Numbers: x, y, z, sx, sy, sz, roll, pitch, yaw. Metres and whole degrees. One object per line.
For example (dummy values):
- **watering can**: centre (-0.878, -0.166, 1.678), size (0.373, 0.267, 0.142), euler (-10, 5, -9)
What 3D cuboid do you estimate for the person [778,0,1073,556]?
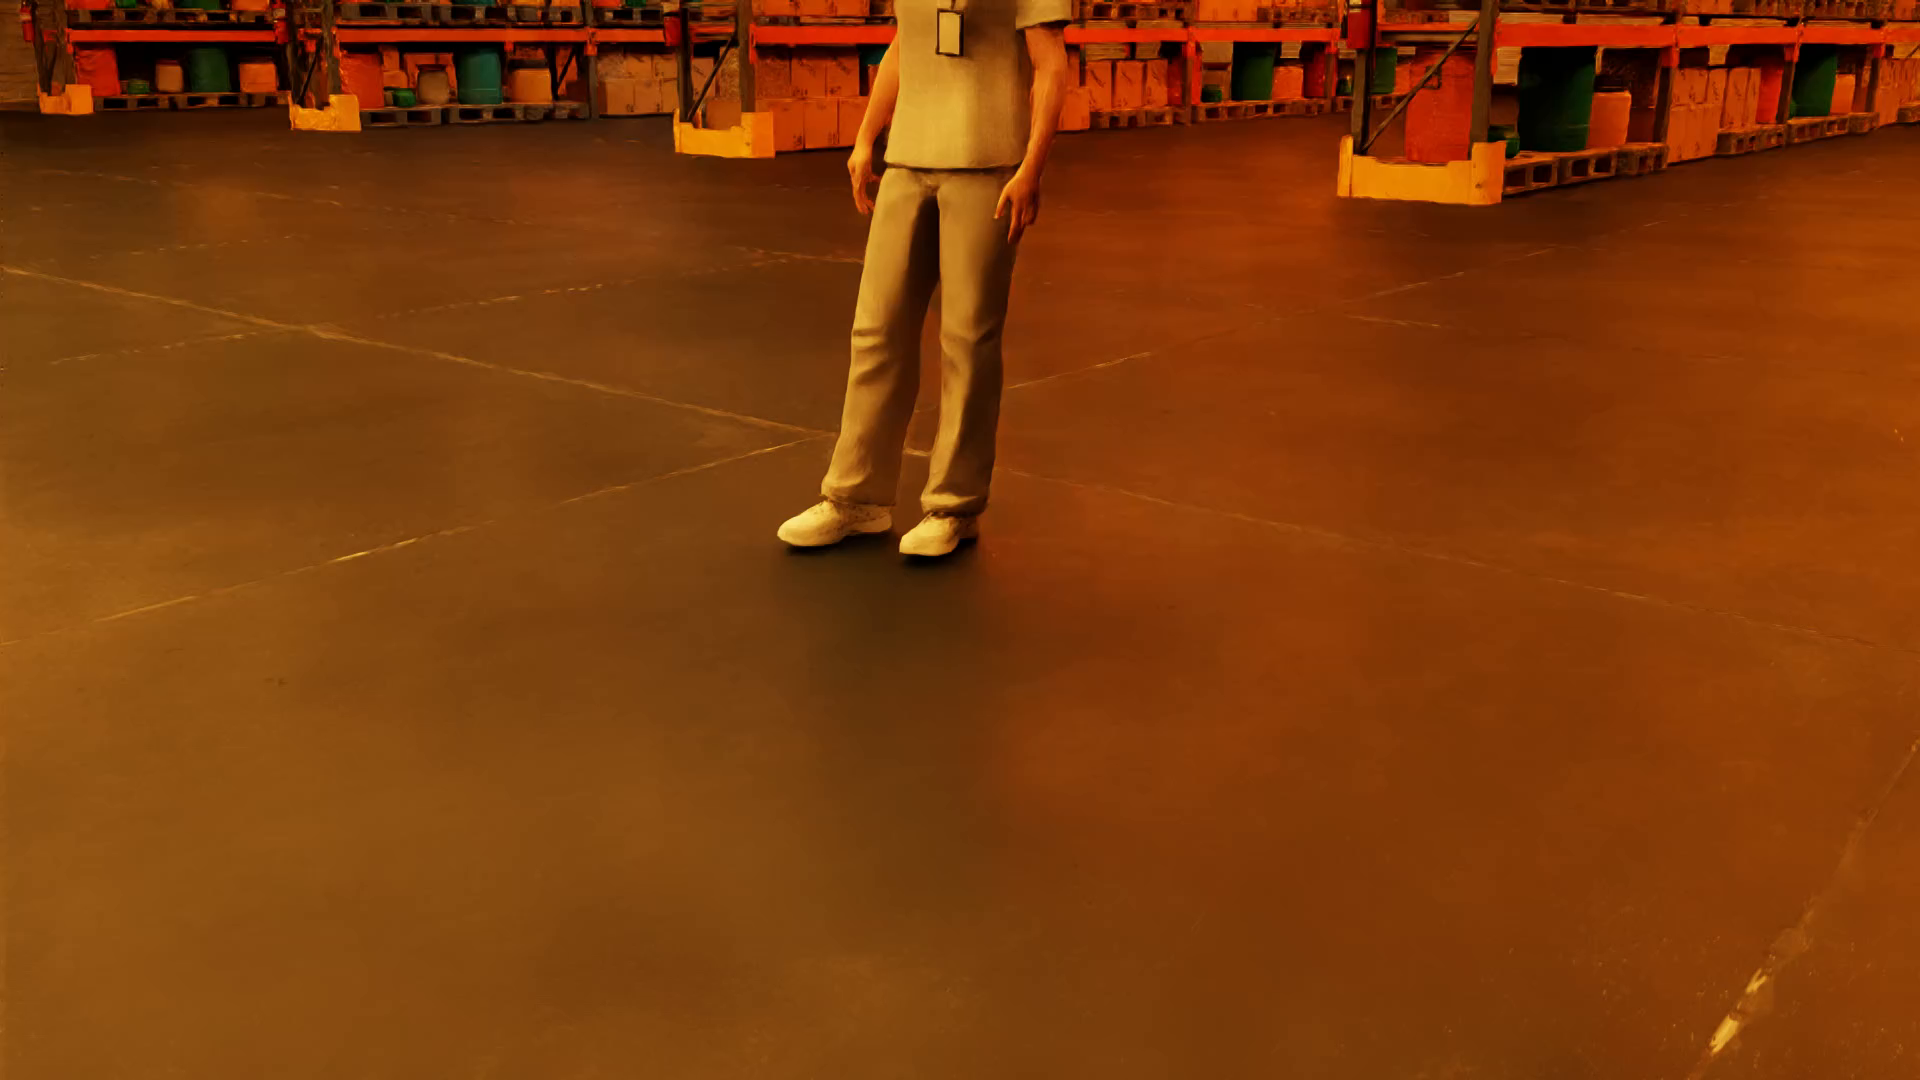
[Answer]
- **person**: centre (-0.057, -0.794, 3.650), size (0.550, 1.674, 0.548), euler (13, 21, 37)
